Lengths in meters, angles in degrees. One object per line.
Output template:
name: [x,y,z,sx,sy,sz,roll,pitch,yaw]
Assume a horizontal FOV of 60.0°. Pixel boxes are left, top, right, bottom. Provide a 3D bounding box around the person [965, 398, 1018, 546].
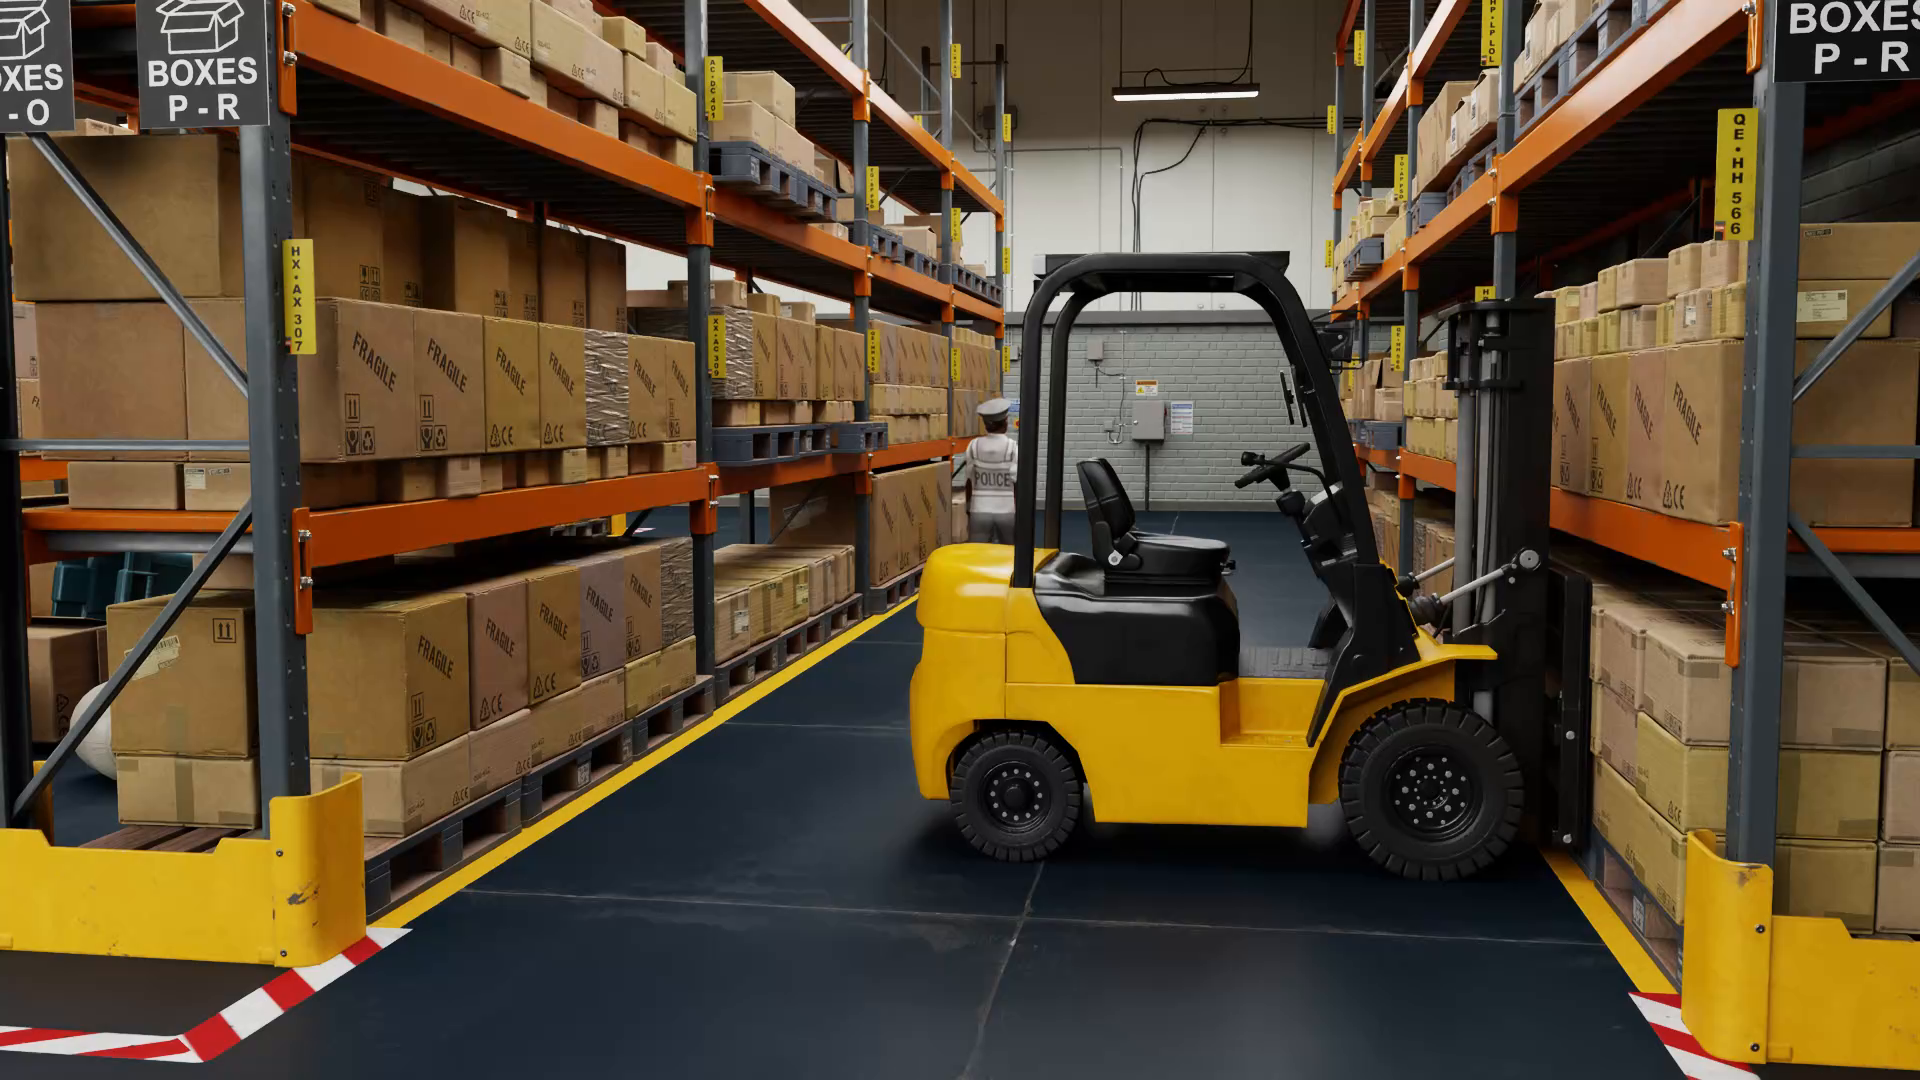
person: [0.255,-0.170,11.722,0.448,1.653,0.790,1,5,10]
